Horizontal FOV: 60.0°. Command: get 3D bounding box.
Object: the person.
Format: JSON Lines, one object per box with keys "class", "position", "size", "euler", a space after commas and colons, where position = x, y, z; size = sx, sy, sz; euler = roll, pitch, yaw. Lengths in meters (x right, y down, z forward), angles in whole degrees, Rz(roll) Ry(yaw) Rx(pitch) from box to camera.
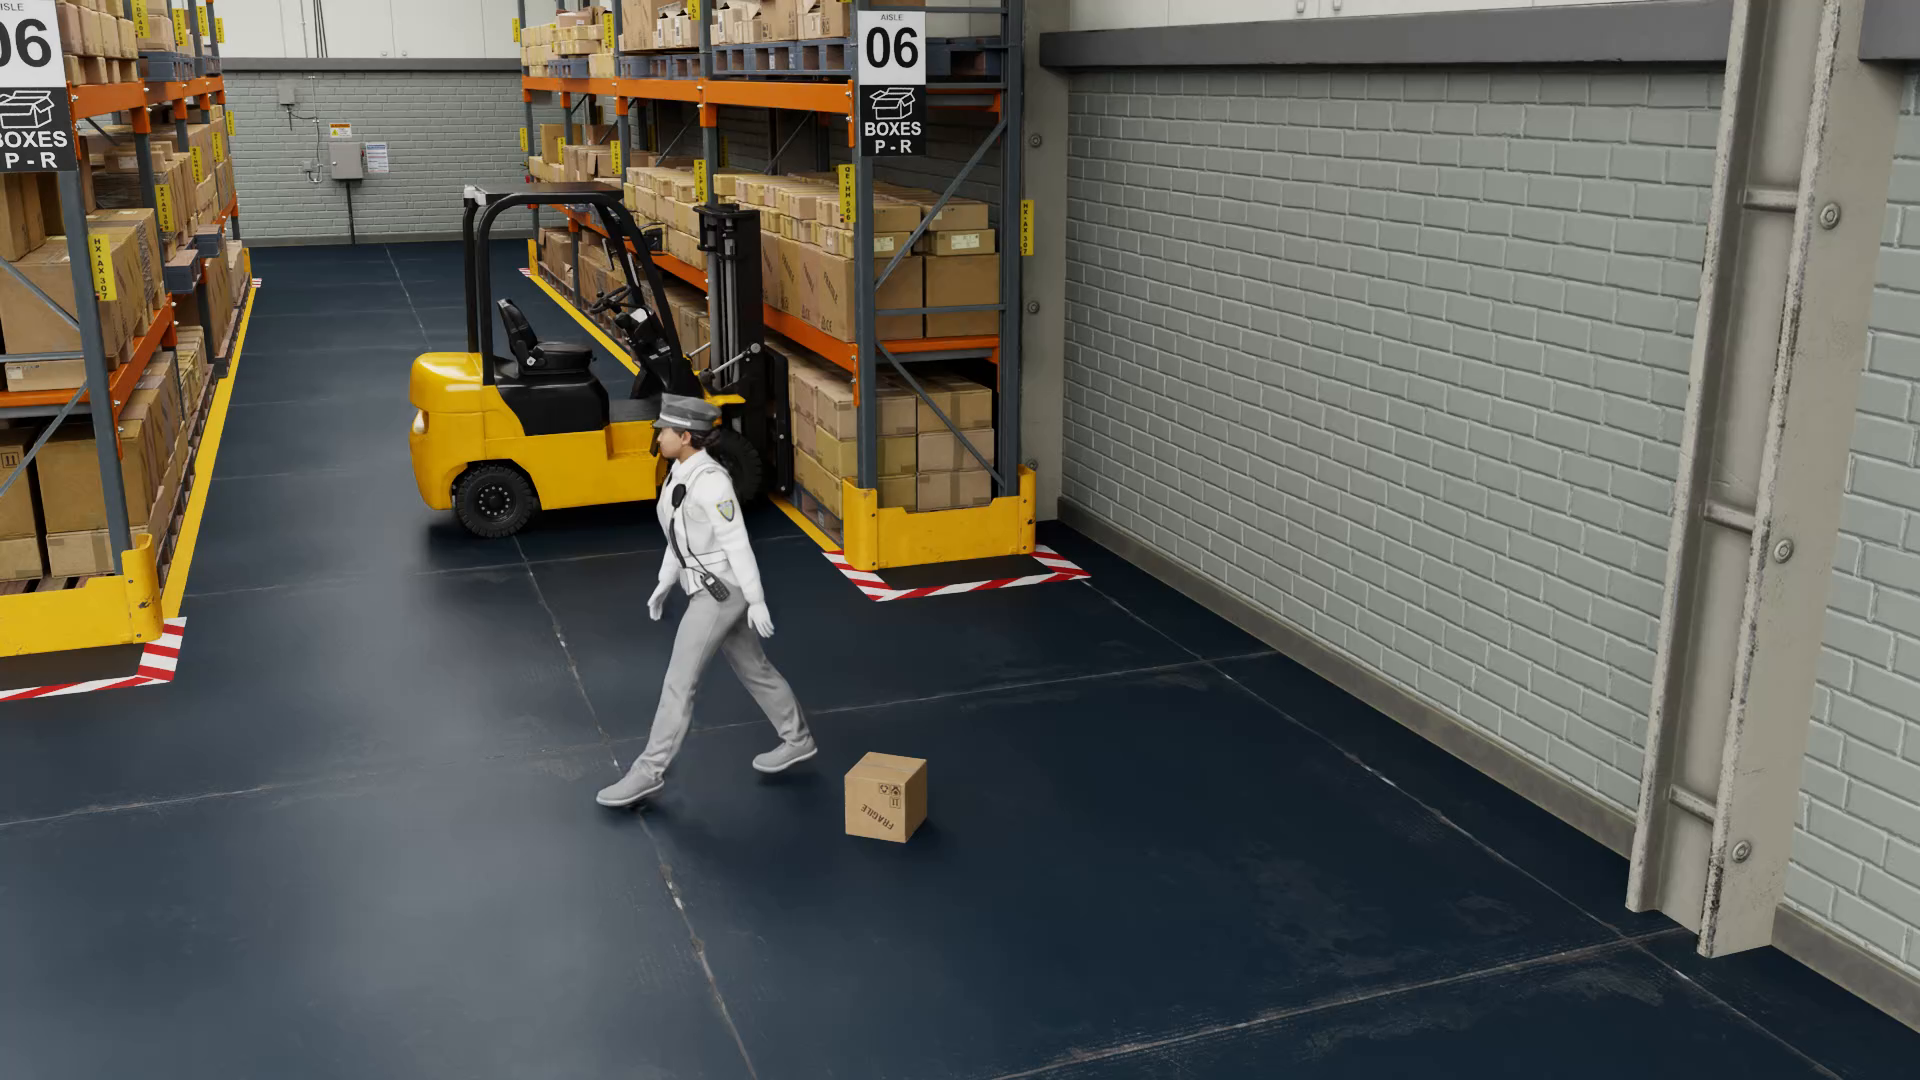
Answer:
{"class": "person", "position": [-1.051, 0.203, 6.730], "size": [0.937, 1.624, 0.519], "euler": [-4, 16, -15]}
